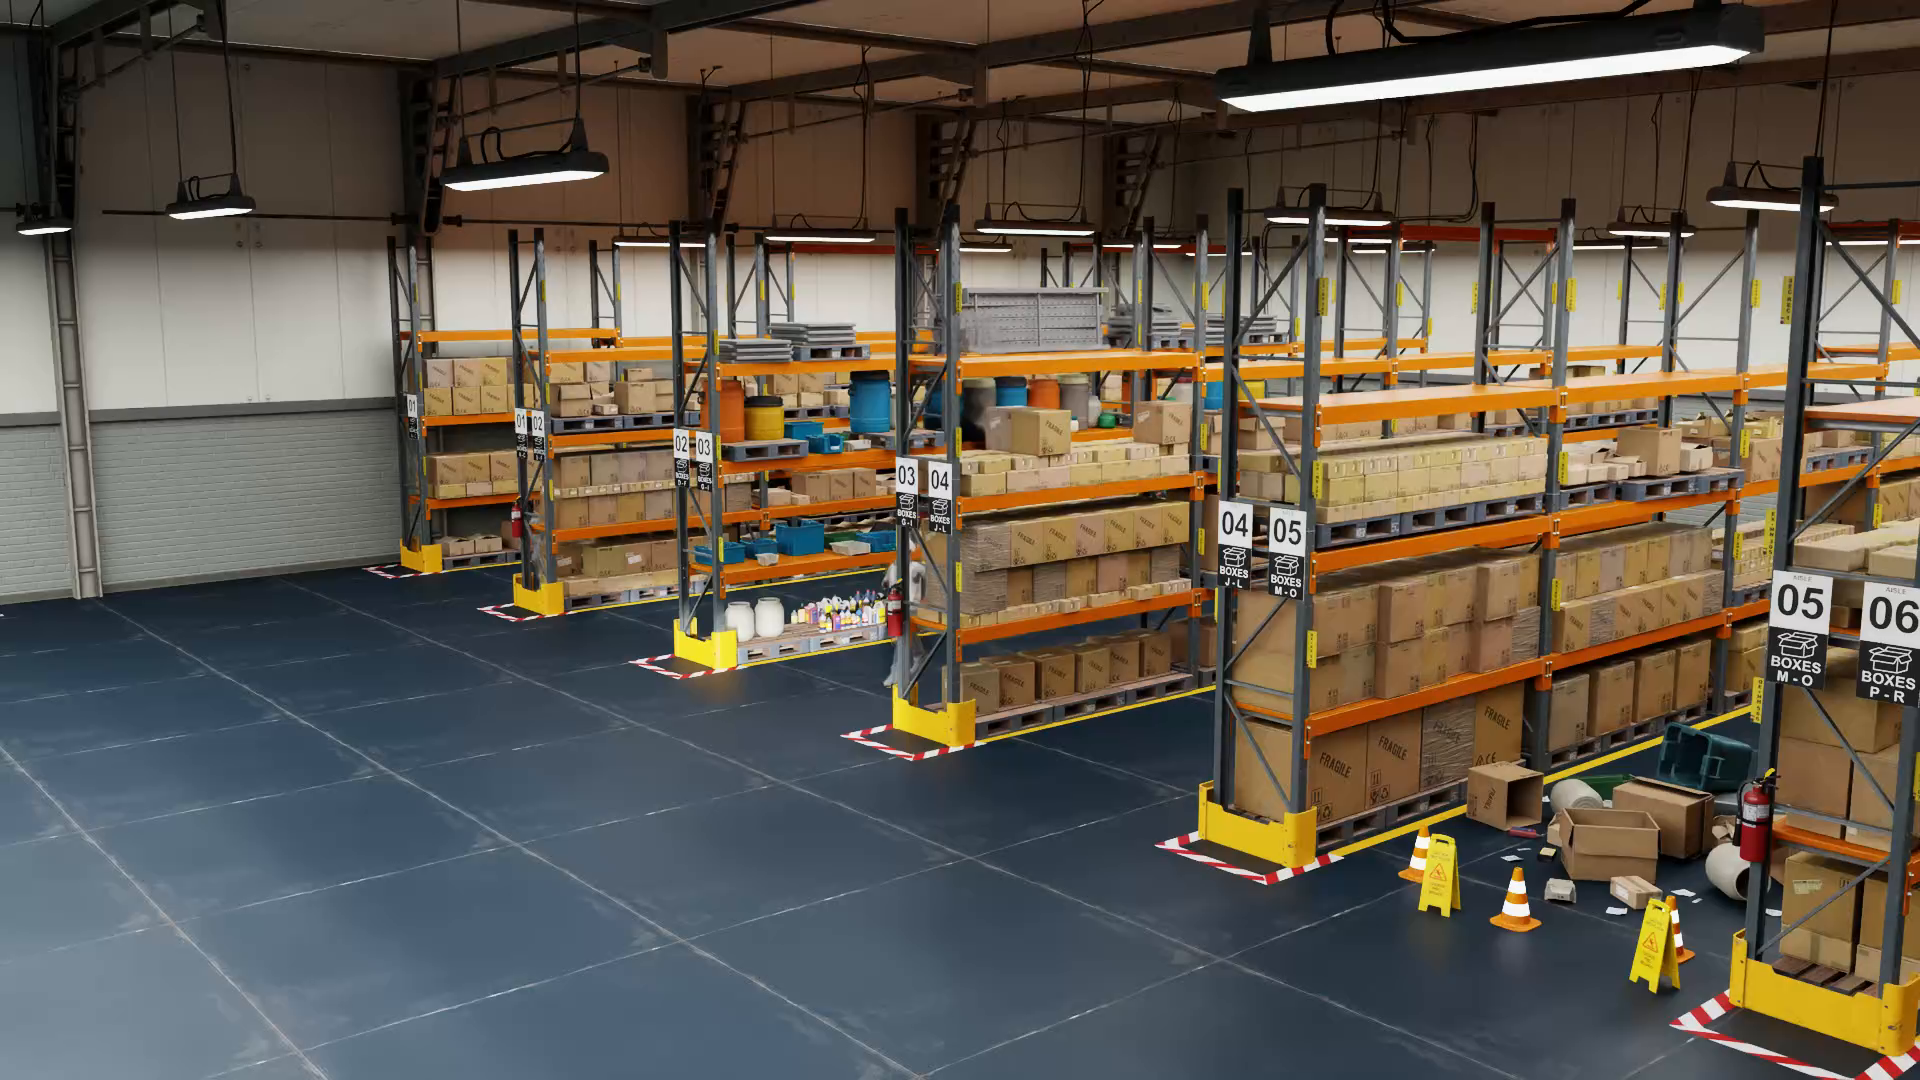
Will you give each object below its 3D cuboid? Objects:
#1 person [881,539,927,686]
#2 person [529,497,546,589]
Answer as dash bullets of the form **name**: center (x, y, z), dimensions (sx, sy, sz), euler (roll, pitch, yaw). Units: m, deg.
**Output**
- **person**: center (-0.691, 0.874, 20.936), dimensions (0.691, 1.798, 0.881), euler (7, 12, 40)
- **person**: center (-7.102, 0.079, 28.027), dimensions (0.517, 1.601, 0.633), euler (8, 12, 41)
